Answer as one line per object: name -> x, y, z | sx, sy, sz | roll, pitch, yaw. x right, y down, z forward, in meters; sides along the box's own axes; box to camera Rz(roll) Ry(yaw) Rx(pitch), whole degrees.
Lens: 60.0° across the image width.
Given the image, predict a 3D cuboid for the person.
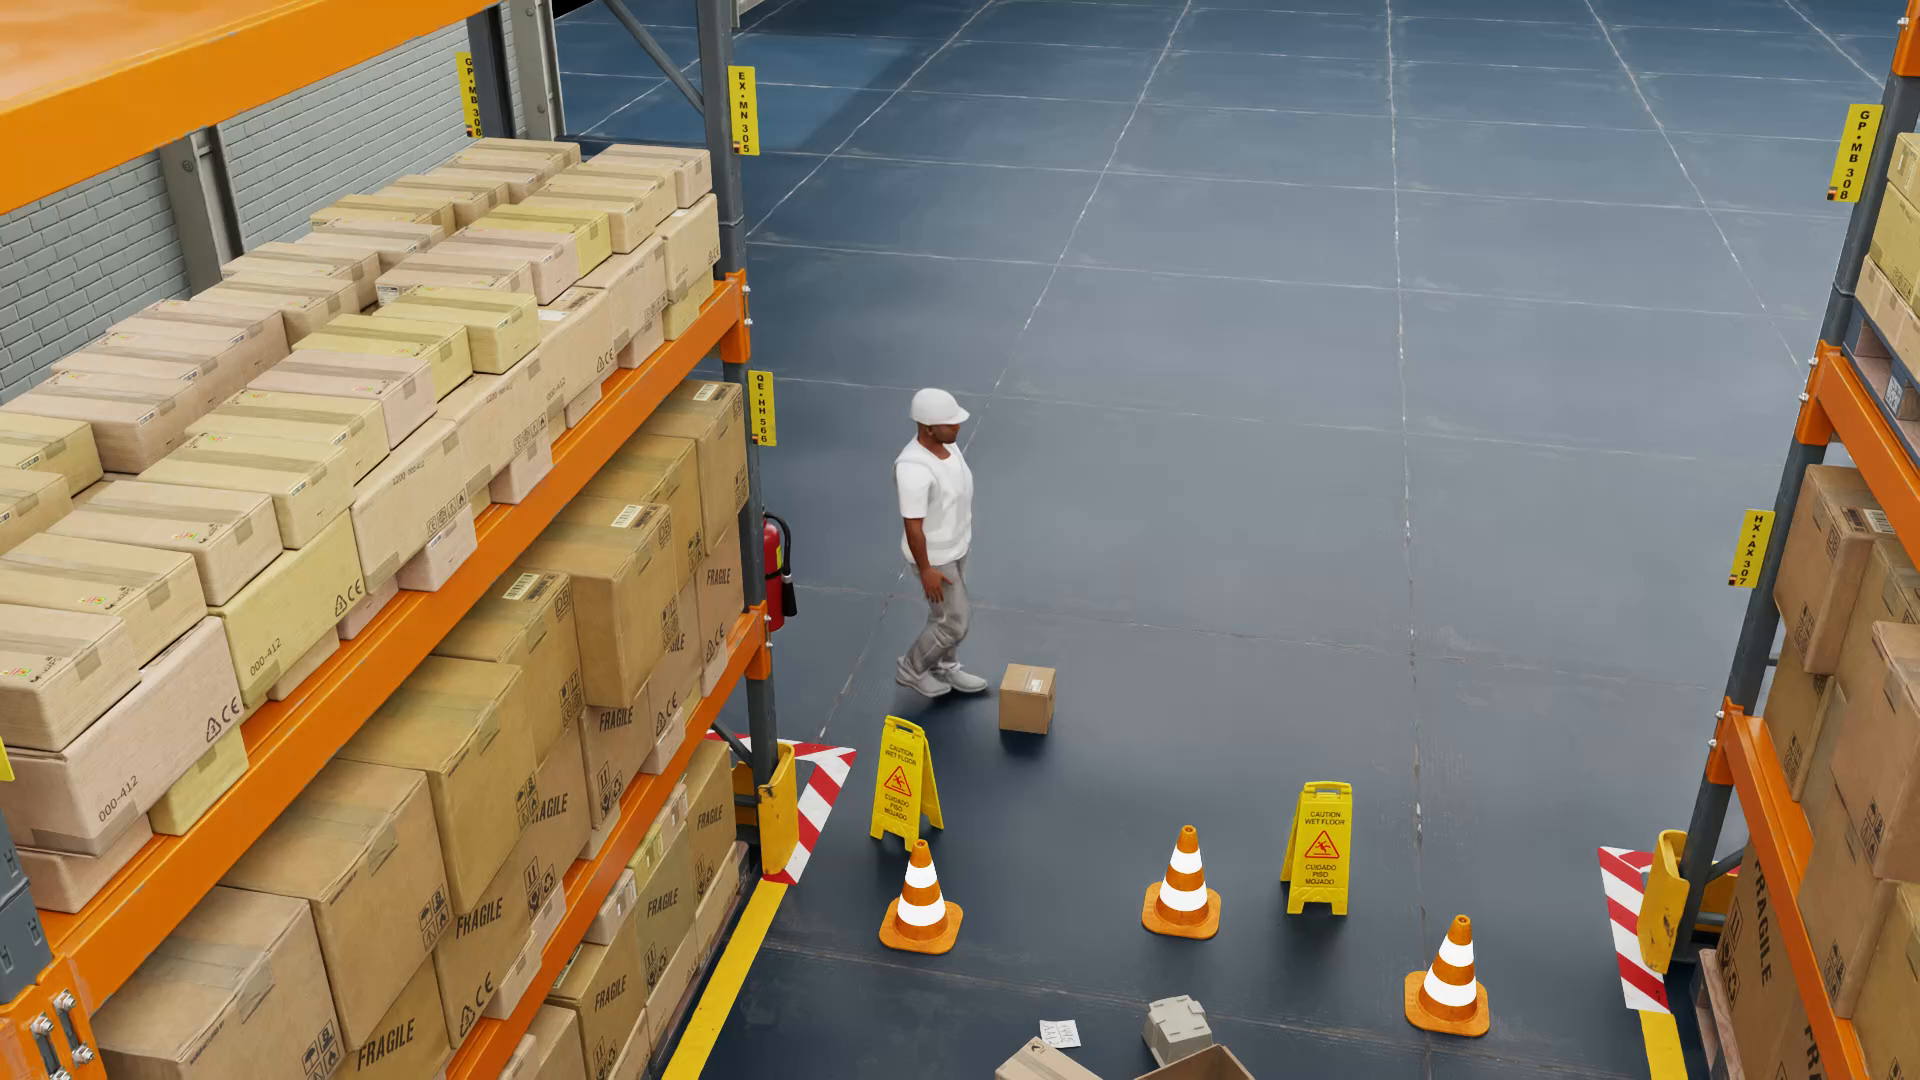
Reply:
person -> -0.103, 0.049, 8.478 | 0.451, 1.770, 0.593 | 9, 30, 16
